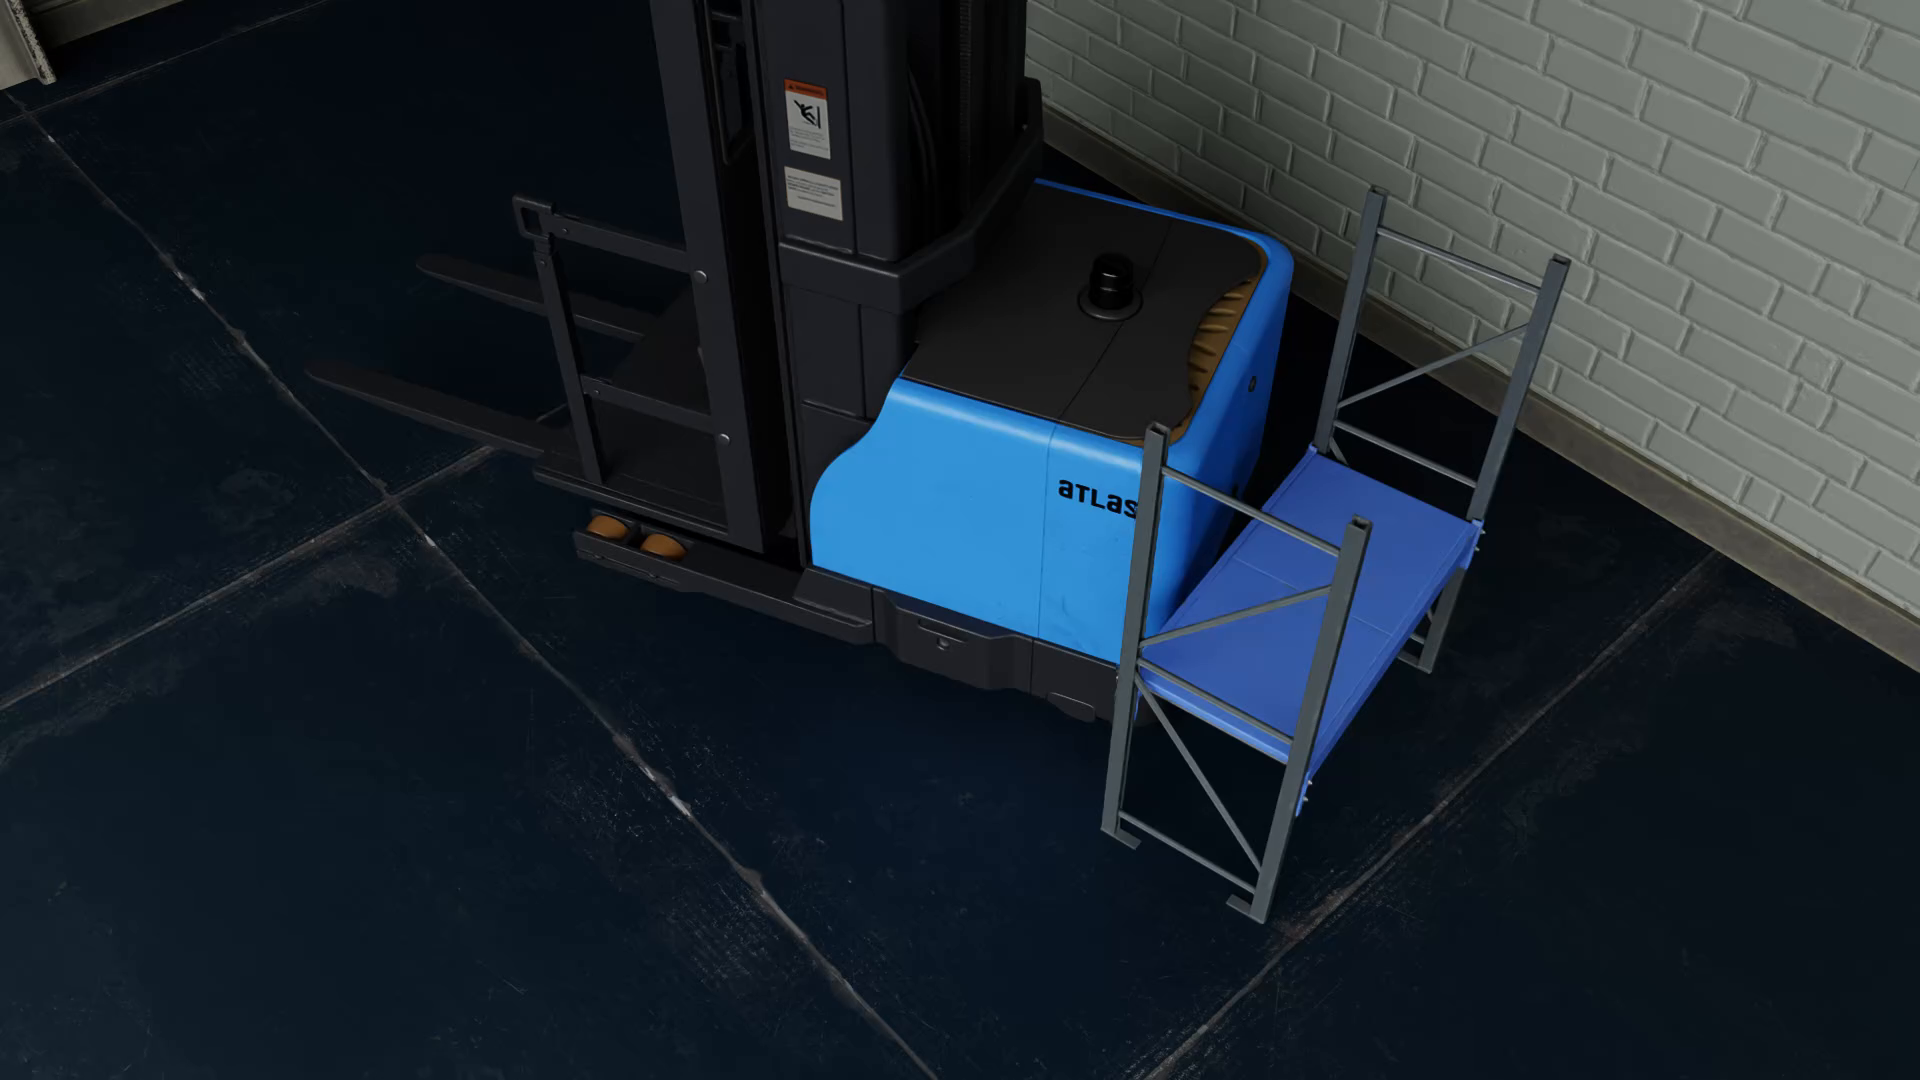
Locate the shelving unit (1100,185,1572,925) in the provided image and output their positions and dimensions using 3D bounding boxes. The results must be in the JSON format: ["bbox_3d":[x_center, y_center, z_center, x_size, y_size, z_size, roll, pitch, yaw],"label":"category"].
[{"bbox_3d":[0.891,0.074,4.161,0.538,1.500,1.048,28,53,23],"label":"shelving unit"}]

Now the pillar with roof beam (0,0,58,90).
[{"bbox_3d":[-1.176,-2.645,1.567,0.400,9.000,9.100,-34,56,-27],"label":"pillar with roof beam"}]

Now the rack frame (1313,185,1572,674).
[{"bbox_3d":[1.187,-0.230,4.441,0.500,1.500,0.032,28,53,23],"label":"rack frame"}]

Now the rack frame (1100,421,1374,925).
[{"bbox_3d":[0.594,0.377,3.881,0.500,1.500,0.032,28,53,23],"label":"rack frame"}]

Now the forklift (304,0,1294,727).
[{"bbox_3d":[-0.636,-1.189,4.352,3.031,2.935,1.130,17,50,15],"label":"forklift"}]

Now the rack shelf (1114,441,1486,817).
[{"bbox_3d":[0.891,0.196,4.294,0.538,0.185,1.000,28,53,23],"label":"rack shelf"}]
